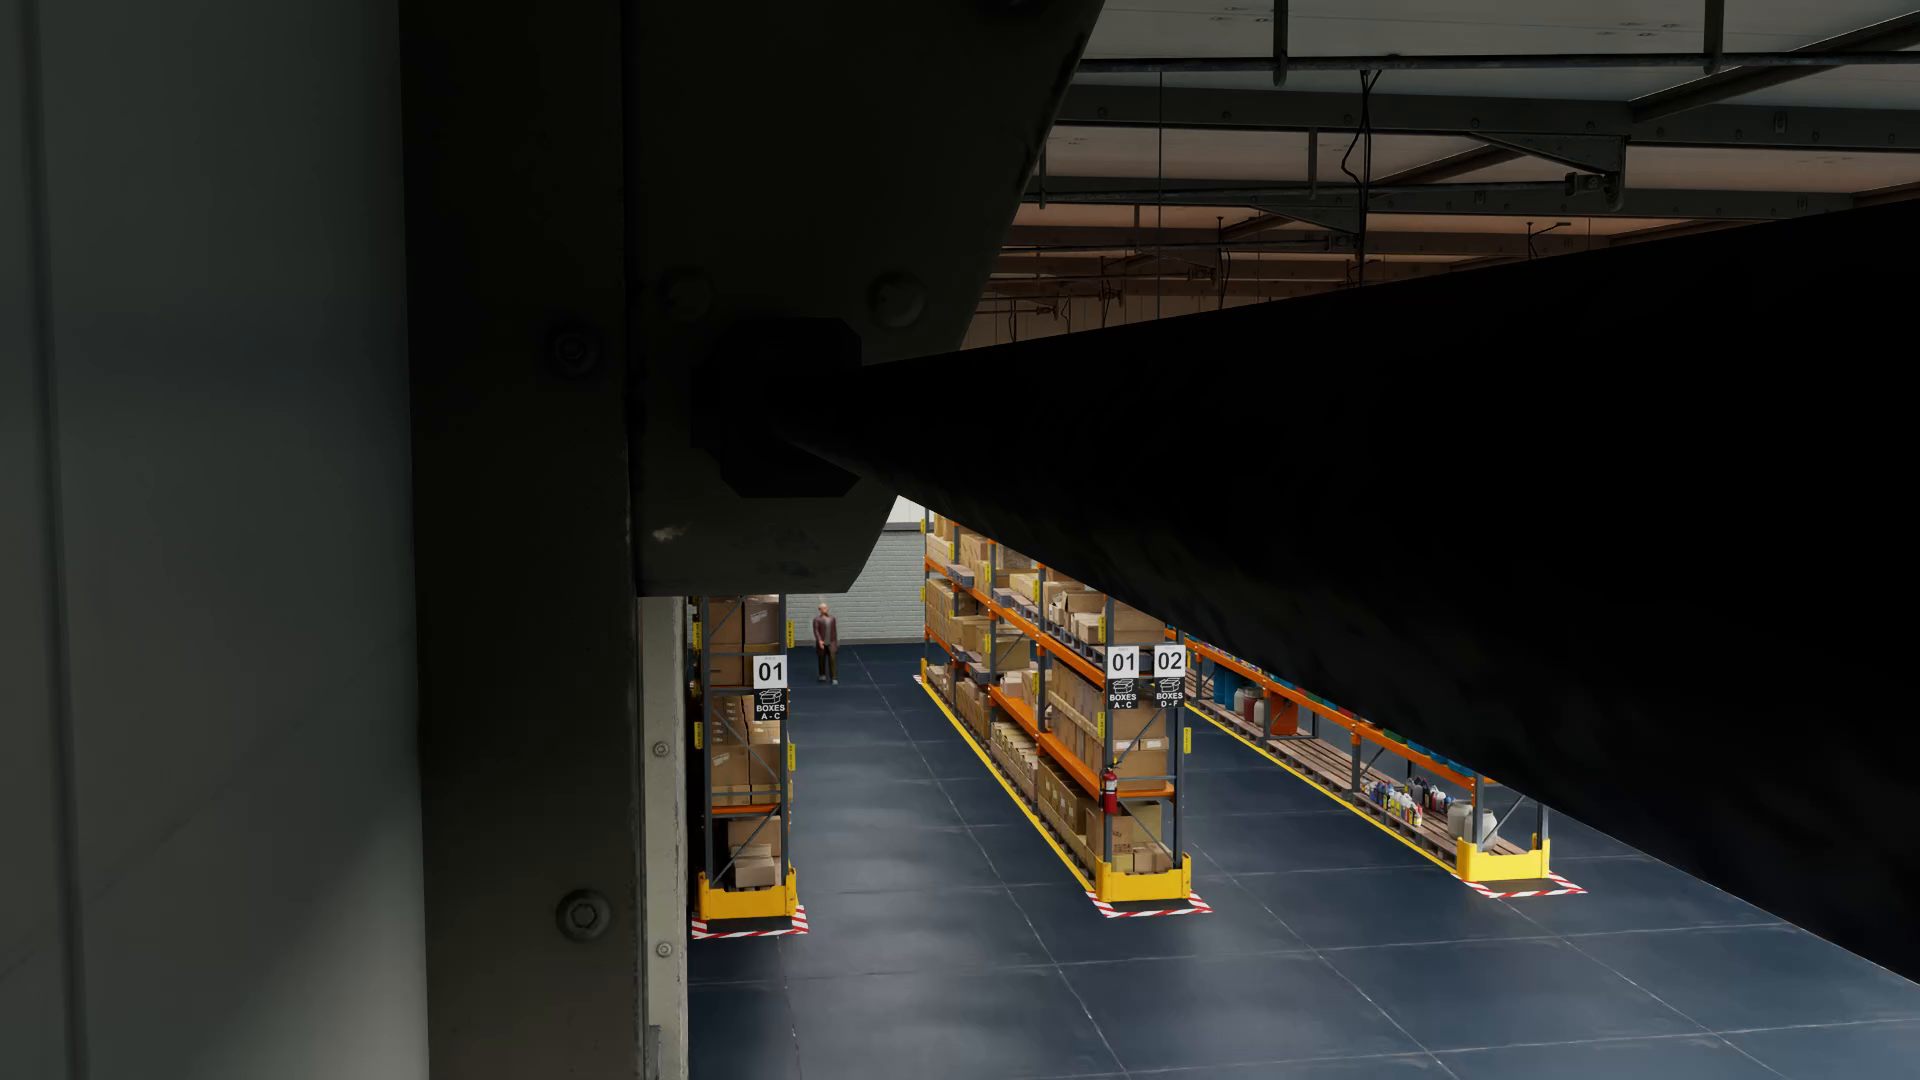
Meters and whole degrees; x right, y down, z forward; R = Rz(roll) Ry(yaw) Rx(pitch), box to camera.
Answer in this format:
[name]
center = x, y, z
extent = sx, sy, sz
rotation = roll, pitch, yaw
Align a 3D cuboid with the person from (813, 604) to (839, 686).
[person]
center = -2.924, 2.260, 36.272
extent = 0.556, 1.716, 1.046
rotation = -1, 5, -12
